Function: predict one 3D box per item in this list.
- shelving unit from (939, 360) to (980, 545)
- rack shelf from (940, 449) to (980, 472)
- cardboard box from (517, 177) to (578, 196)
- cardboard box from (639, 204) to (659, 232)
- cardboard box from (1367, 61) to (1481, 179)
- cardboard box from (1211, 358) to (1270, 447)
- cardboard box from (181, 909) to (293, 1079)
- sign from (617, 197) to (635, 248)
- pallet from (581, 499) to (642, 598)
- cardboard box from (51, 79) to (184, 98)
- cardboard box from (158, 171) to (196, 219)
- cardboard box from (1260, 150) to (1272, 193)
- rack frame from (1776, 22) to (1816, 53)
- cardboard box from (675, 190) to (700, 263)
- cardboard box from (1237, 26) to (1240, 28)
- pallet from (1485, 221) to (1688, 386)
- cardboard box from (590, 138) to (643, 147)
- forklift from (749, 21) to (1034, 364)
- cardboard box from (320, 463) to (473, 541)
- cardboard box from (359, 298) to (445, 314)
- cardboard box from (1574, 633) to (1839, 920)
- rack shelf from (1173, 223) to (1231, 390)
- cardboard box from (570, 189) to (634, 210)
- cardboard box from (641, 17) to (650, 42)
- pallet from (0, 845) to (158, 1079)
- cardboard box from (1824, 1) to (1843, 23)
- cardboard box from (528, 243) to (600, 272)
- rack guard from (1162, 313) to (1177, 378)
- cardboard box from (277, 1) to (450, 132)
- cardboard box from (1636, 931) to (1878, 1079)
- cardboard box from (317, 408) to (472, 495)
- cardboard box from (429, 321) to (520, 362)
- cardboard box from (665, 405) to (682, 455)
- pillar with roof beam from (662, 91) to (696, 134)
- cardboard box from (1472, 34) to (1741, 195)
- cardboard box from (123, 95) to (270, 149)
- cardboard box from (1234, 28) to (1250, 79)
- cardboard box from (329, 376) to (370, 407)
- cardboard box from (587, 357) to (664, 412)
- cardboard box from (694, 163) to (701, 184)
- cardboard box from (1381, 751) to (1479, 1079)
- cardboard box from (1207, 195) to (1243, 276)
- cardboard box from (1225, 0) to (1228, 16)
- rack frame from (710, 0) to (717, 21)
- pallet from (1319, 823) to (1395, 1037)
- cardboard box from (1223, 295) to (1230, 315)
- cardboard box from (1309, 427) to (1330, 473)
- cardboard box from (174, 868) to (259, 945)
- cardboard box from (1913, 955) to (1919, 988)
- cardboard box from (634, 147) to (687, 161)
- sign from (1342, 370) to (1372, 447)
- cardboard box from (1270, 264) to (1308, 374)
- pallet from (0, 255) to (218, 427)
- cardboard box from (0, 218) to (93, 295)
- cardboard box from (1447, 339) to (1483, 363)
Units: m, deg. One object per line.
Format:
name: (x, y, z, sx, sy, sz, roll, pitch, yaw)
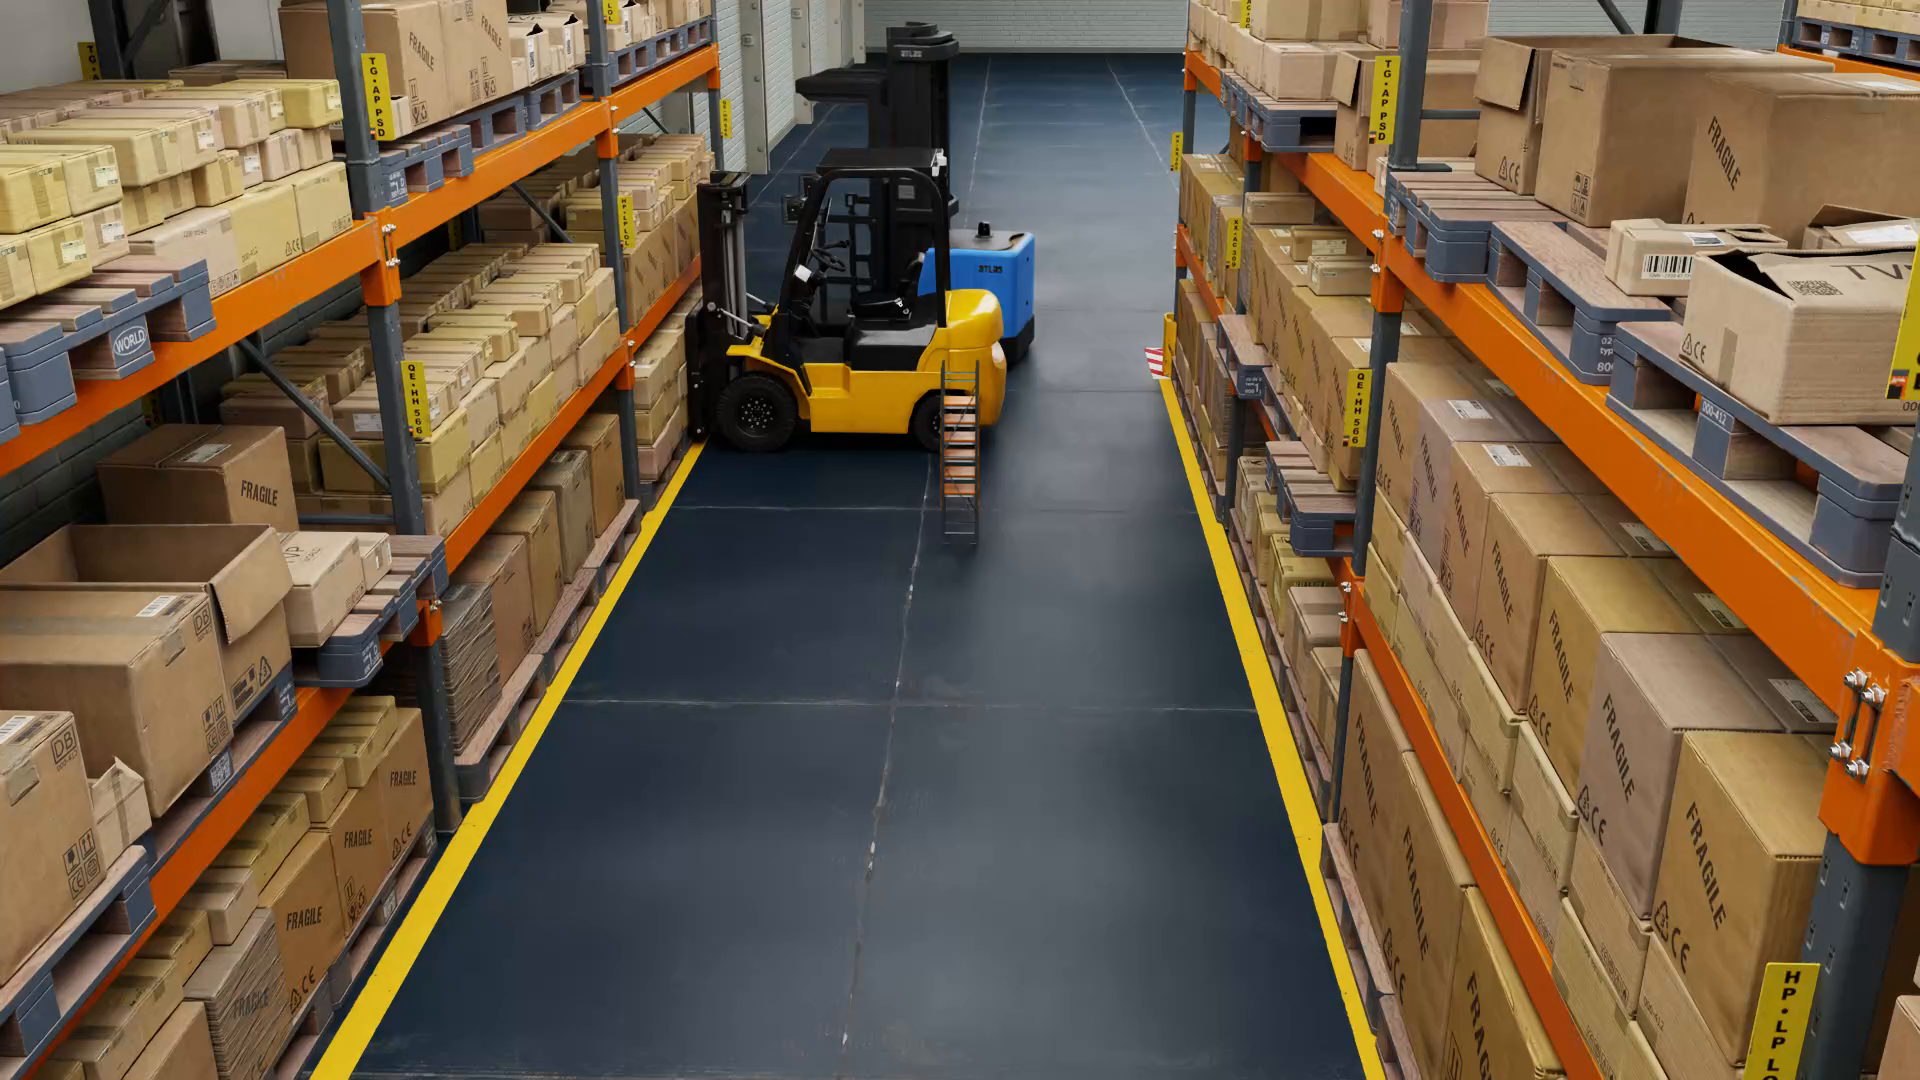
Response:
shelving unit: (0.000, -0.565, 10.825, 0.258, 1.200, 0.189, 1, 21, 2)
rack shelf: (0.000, -0.523, 10.841, 0.258, 0.103, 0.180, 1, 21, 2)
cardboard box: (-2.953, -2.506, 11.894, 0.380, 0.149, 0.250, 0, 21, 1)
cardboard box: (-2.336, -2.266, 11.688, 0.380, 0.149, 0.250, 1, 21, 3)
cardboard box: (2.202, -1.817, 7.279, 0.700, 0.500, 0.500, 1, 21, 2)
cardboard box: (2.034, -0.956, 11.529, 0.500, 0.500, 0.500, 0, 21, 1)
cardboard box: (-2.633, 1.601, 5.632, 0.500, 0.500, 0.500, 0, 21, 0)
sign: (-2.134, -2.029, 10.620, 0.100, 0.325, 0.005, 1, 21, 2)
pallet: (-2.660, 0.038, 10.638, 1.003, 0.211, 1.213, 1, 21, 2)
cardboard box: (-3.086, -1.605, 6.117, 0.380, 0.149, 0.250, 0, 21, 0)
cardboard box: (-2.651, -1.098, 5.220, 0.380, 0.149, 0.250, 1, 21, 2)
cardboard box: (2.519, -2.839, 12.266, 0.700, 0.500, 0.500, 1, 21, 1)
rack frame: (7.357, -2.904, 14.366, 1.000, 3.000, 0.127, 1, 21, 2)
cardboard box: (-2.348, -2.468, 13.104, 0.500, 0.500, 0.500, 0, 21, 1)
cardboard box: (2.029, -3.106, 10.536, 0.500, 0.250, 0.500, 0, 21, 1)
pallet: (2.165, -0.702, 4.805, 1.003, 0.211, 1.213, 2, 21, 4)
cardboard box: (-2.850, -3.248, 13.807, 0.380, 0.149, 0.250, 1, 21, 3)
forklift: (-0.871, -3.173, 15.155, 3.031, 2.935, 1.130, 5, 22, 12)
cardboard box: (-2.541, -0.170, 7.528, 0.500, 0.250, 0.500, 1, 21, 2)
cardboard box: (-2.995, -1.202, 8.945, 0.380, 0.149, 0.250, 1, 21, 2)
cardboard box: (1.812, 0.553, 3.936, 0.500, 0.500, 0.500, 1, 21, 3)
rack shelf: (2.345, -1.863, 12.678, 1.077, 0.370, 4.000, 1, 21, 2)
cardboard box: (-2.454, -2.316, 11.405, 0.380, 0.149, 0.250, 0, 21, 1)
cardboard box: (-2.336, -3.489, 11.356, 0.380, 0.149, 0.250, 1, 21, 3)
pallet: (-2.787, 1.166, 4.143, 1.003, 0.211, 1.213, 1, 21, 2)
cardboard box: (7.011, -4.124, 12.993, 0.380, 0.149, 0.250, 1, 21, 2)
cardboard box: (-2.465, -1.752, 10.362, 0.380, 0.149, 0.250, 1, 21, 3)
rack guard: (2.404, -1.729, 14.793, 1.175, 0.500, 0.348, 1, 21, 2)
cardboard box: (-2.533, -2.029, 7.108, 0.500, 0.500, 0.500, 1, 21, 2)
cardboard box: (1.812, 1.092, 3.584, 0.500, 0.250, 0.500, 1, 21, 2)
cardboard box: (-2.516, -0.403, 7.437, 0.500, 0.250, 0.500, 1, 21, 2)
cardboard box: (-2.466, -1.010, 8.450, 0.380, 0.149, 0.250, 1, 21, 3)
cardboard box: (-2.331, -0.797, 12.158, 0.500, 0.250, 0.500, 0, 21, 0)
pillar with roof beam: (1.008, -7.652, 18.310, 9.100, 9.000, 0.400, 1, 21, 2)
cardboard box: (2.302, -1.533, 5.964, 0.797, 0.503, 0.637, -1, 21, -2)
cardboard box: (-2.584, -1.417, 5.633, 0.380, 0.149, 0.250, 0, 21, 0)
cardboard box: (1.866, -2.793, 9.560, 0.500, 0.250, 0.500, 0, 21, 0)
cardboard box: (-3.049, -0.596, 7.934, 0.500, 0.250, 0.500, 1, 21, 2)
cardboard box: (-2.349, -1.080, 11.504, 0.500, 0.250, 0.500, 0, 21, 1)
cardboard box: (-2.333, -3.009, 13.603, 0.380, 0.149, 0.250, 1, 21, 3)
cardboard box: (2.027, 1.337, 5.793, 0.875, 0.875, 0.875, 1, 21, 2)
cardboard box: (2.069, -2.198, 11.997, 0.500, 0.500, 0.500, 1, 21, 3)
cardboard box: (2.048, -3.715, 11.555, 0.380, 0.149, 0.250, 1, 21, 2)
rack frame: (-2.555, -5.772, 13.464, 1.000, 3.000, 0.127, 1, 21, 2)
pallet: (2.064, 1.555, 6.729, 1.003, 0.211, 1.213, 1, 21, 2)
cardboard box: (1.990, -1.568, 11.271, 0.380, 0.149, 0.250, 1, 21, 3)
cardboard box: (1.836, -0.418, 7.726, 0.380, 0.149, 0.250, 0, 21, 1)
cardboard box: (-2.629, 1.245, 5.651, 0.380, 0.149, 0.250, 0, 21, -1)
cardboard box: (1.772, 0.713, 2.626, 0.380, 0.149, 0.250, 0, 21, 1)
cardboard box: (-2.395, -3.057, 13.315, 0.380, 0.149, 0.250, 1, 21, 2)
sign: (1.620, -0.534, 6.768, 0.100, 0.325, 0.005, 1, 21, 2)
cardboard box: (1.935, -1.144, 8.702, 0.500, 0.500, 0.500, 0, 21, -1)
pallet: (-2.802, -0.557, 4.430, 1.213, 0.211, 1.003, 1, 21, 2)
cardboard box: (-2.468, -0.724, 4.231, 0.380, 0.149, 0.250, 1, 21, 3)
cardboard box: (2.408, -0.570, 7.222, 0.500, 0.500, 0.500, 0, 21, 0)
